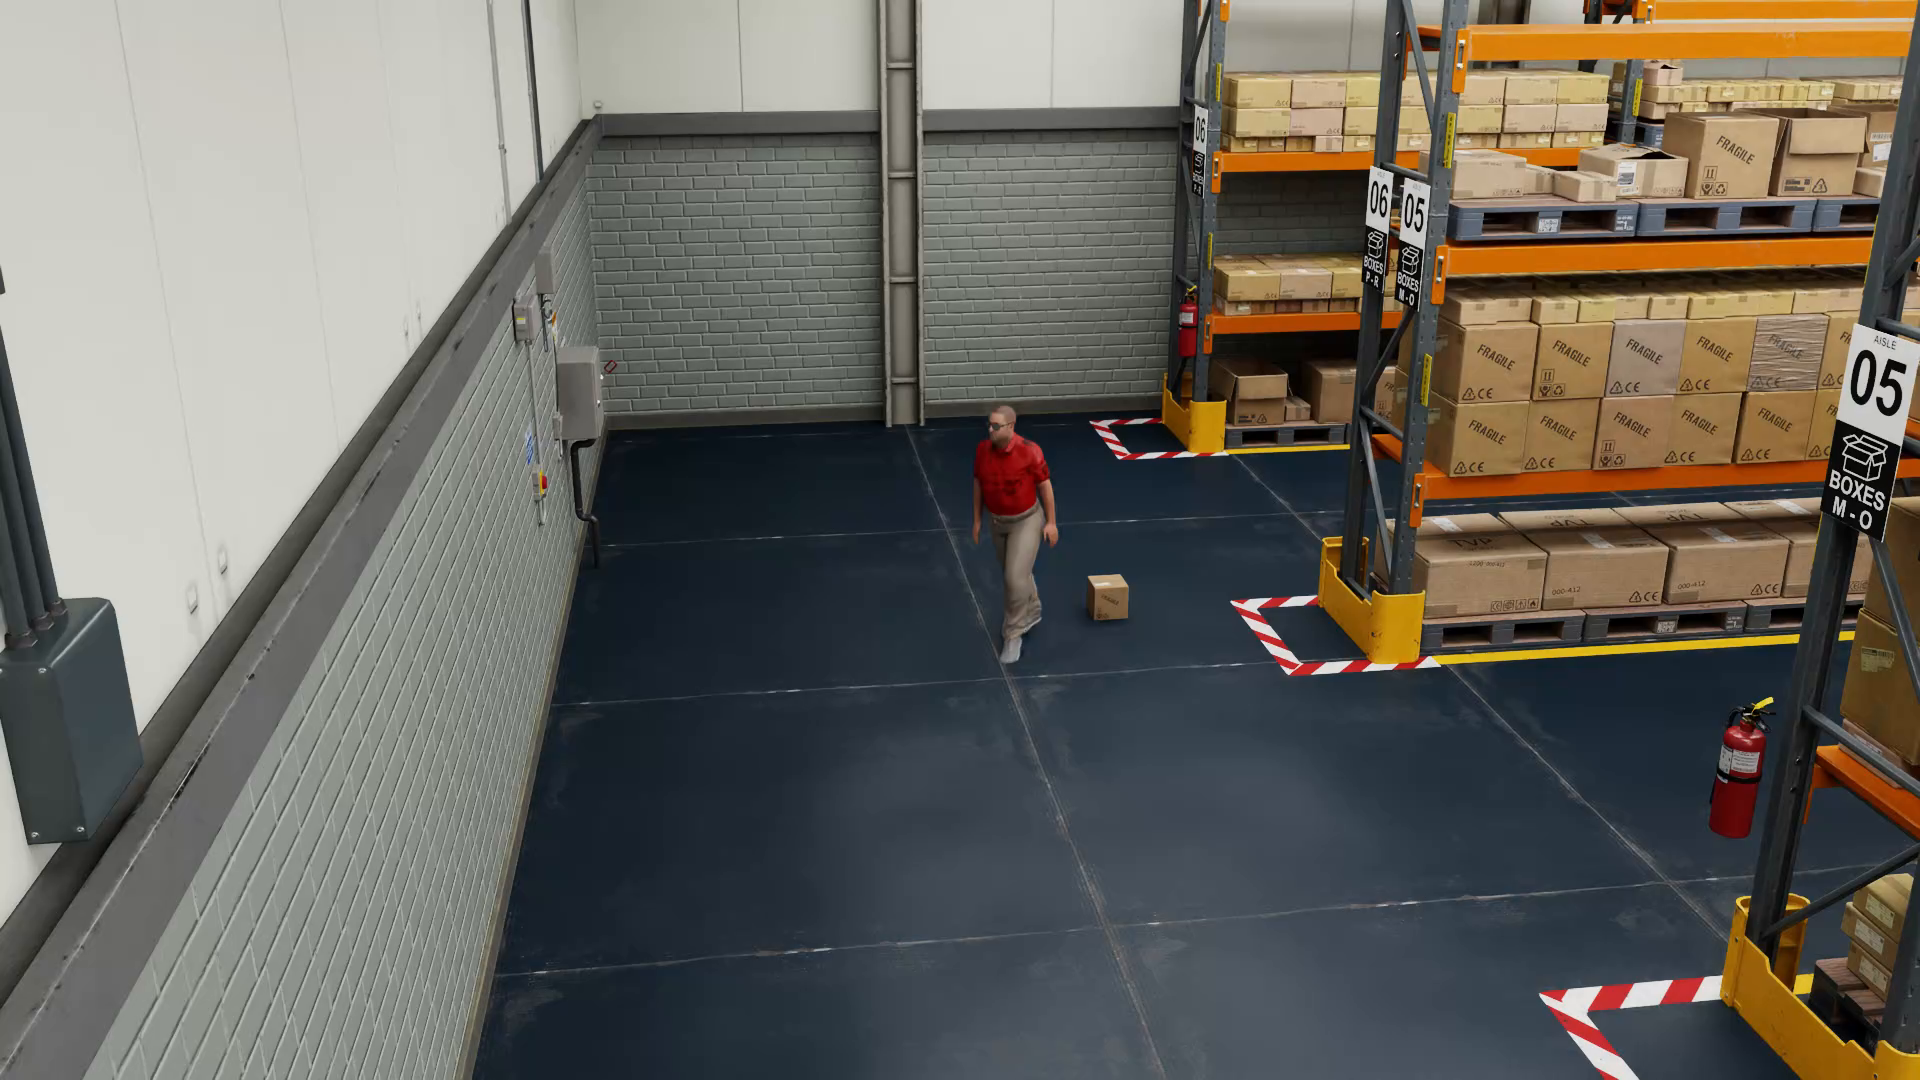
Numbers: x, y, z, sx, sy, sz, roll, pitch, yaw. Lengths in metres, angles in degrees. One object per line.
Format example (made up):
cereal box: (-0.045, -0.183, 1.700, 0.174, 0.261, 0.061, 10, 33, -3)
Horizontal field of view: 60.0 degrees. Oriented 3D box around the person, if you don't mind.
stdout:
person: (0.356, -0.084, 11.396, 0.587, 1.757, 0.703, 15, 25, 36)
